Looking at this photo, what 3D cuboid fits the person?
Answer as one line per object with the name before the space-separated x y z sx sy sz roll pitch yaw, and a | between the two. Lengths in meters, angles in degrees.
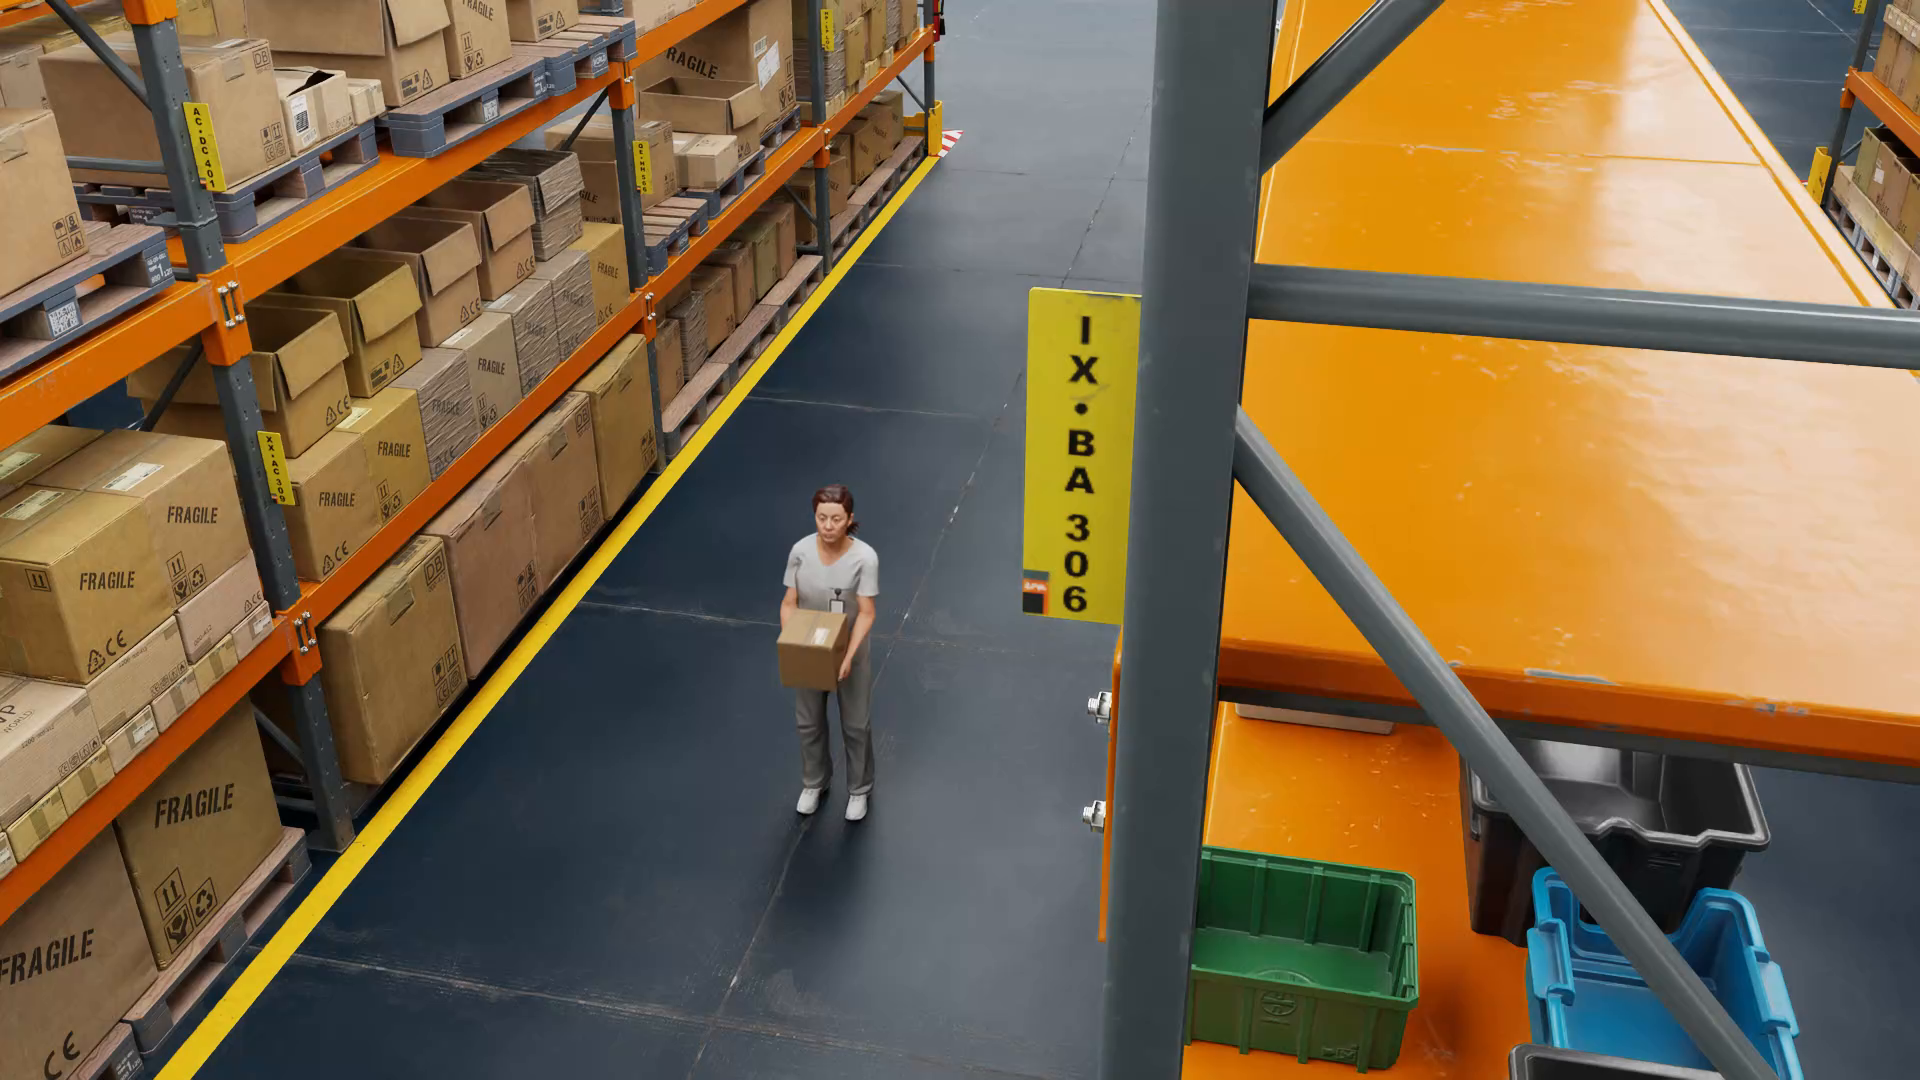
person | -0.597 0.552 7.620 0.447 1.667 0.548 6 29 10
